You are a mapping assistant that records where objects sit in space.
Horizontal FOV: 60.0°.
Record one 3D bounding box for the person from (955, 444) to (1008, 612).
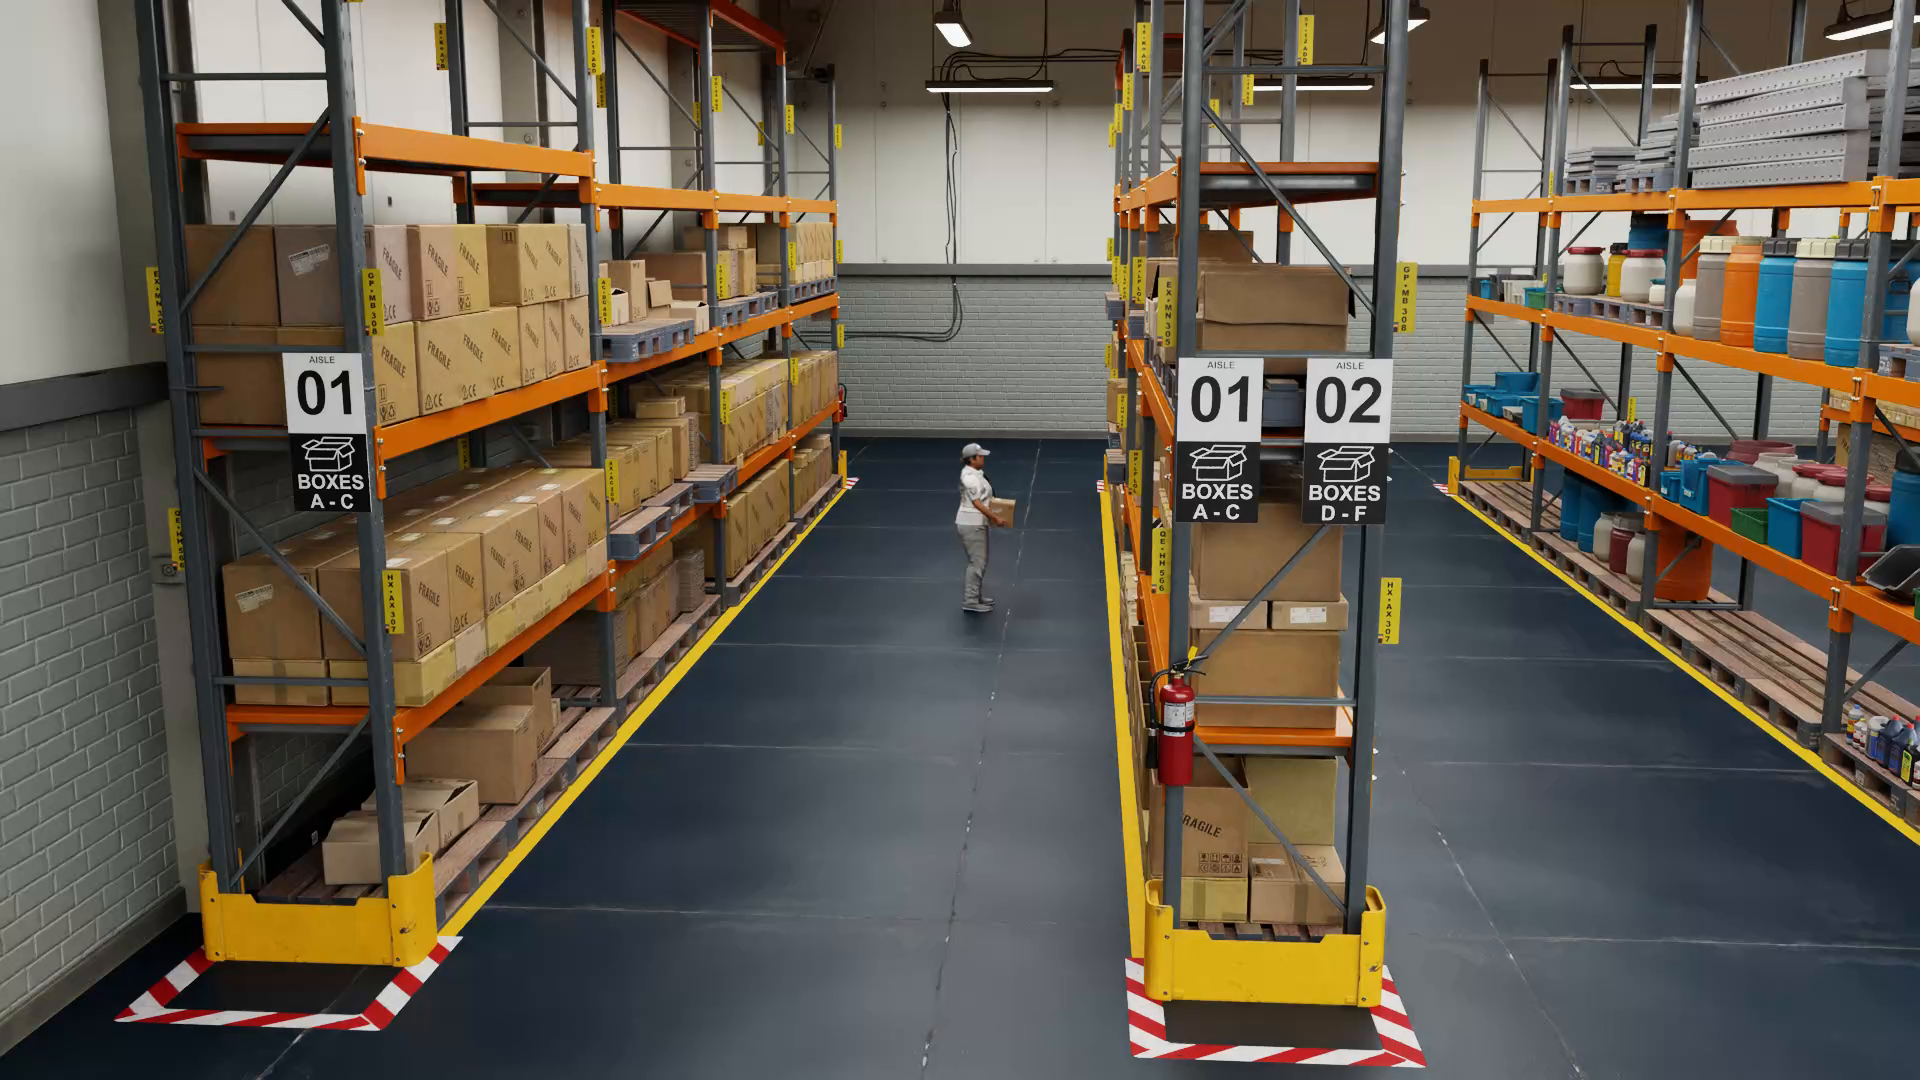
[{"bbox_3d":[0.219,-0.136,16.625,0.536,1.664,0.471,1,11,4],"label":"person"}]
